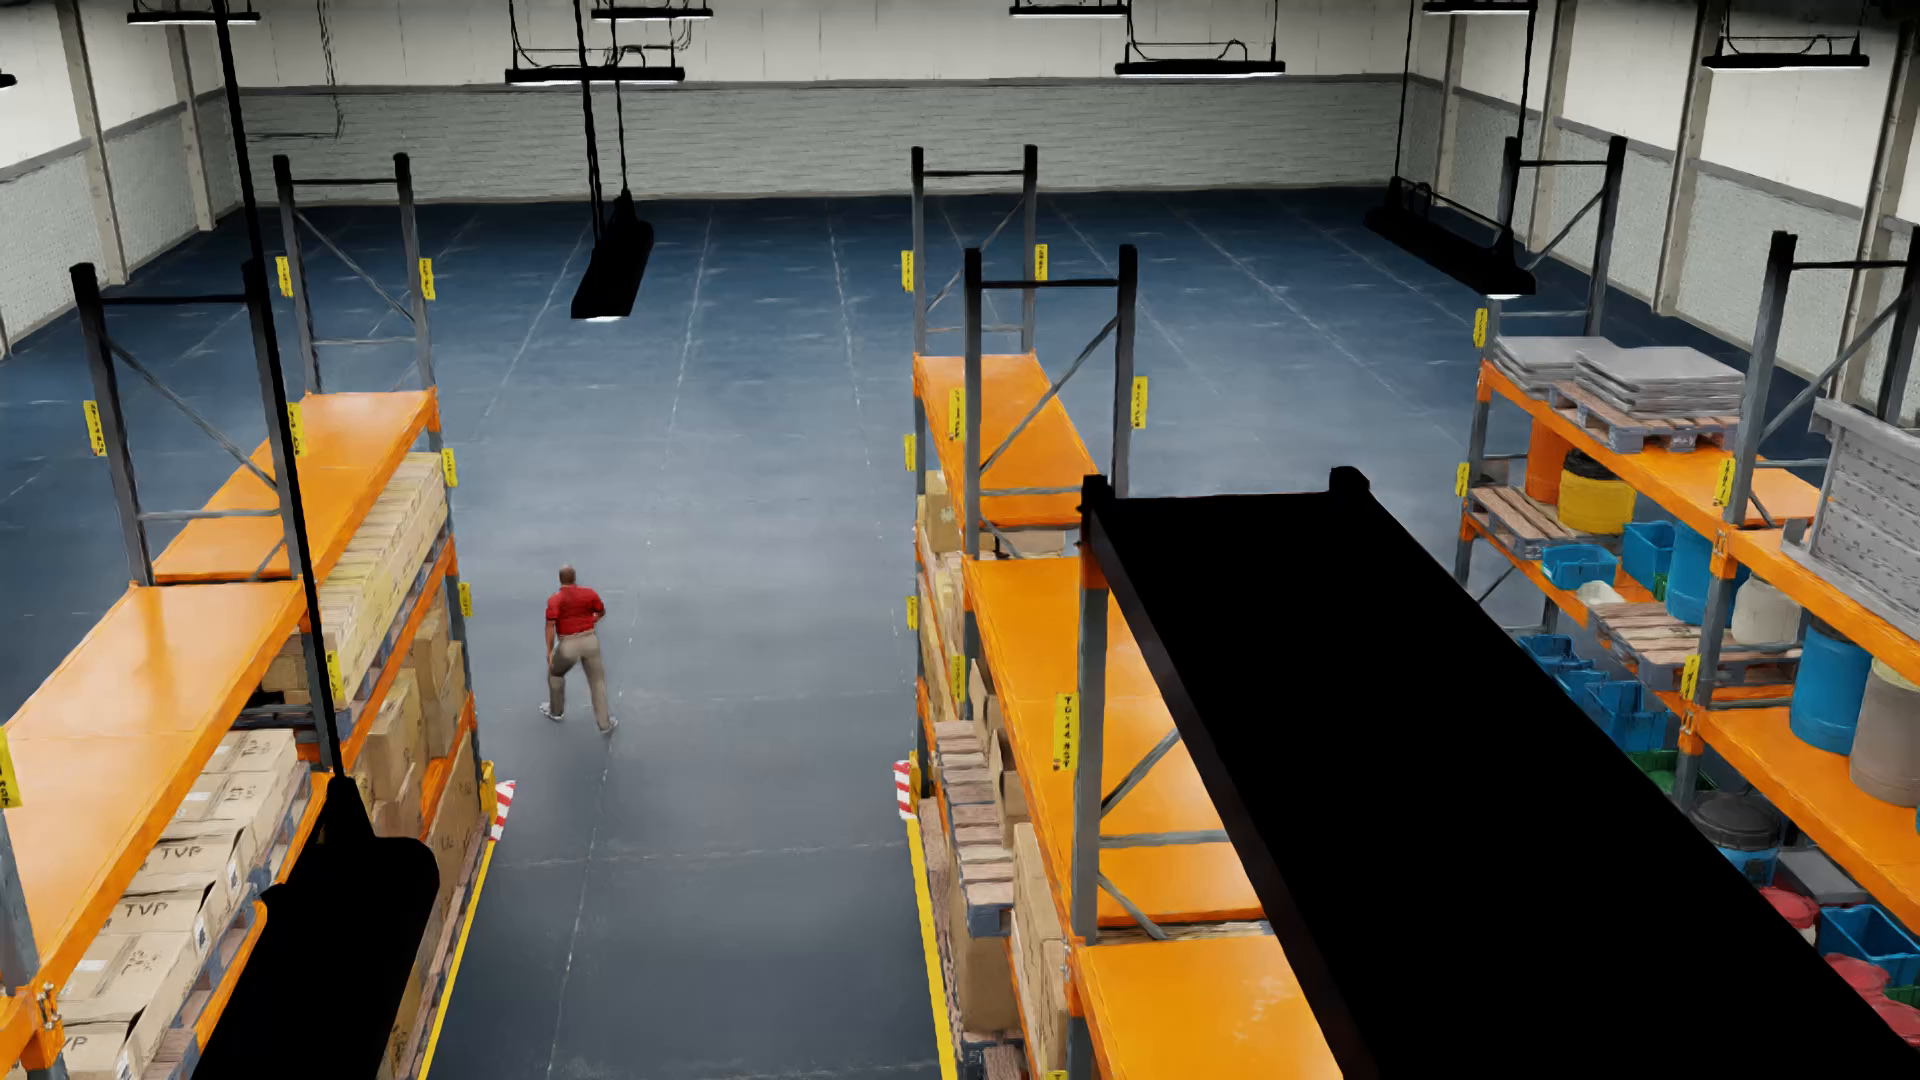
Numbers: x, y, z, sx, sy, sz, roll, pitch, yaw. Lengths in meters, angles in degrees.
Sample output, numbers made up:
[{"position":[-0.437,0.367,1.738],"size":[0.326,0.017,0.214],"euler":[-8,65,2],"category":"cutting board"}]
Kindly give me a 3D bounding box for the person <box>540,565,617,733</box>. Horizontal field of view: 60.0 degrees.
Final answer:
[{"position":[-3.862,1.071,16.662],"size":[0.706,1.664,0.843],"euler":[-9,23,-22],"category":"person"}]
